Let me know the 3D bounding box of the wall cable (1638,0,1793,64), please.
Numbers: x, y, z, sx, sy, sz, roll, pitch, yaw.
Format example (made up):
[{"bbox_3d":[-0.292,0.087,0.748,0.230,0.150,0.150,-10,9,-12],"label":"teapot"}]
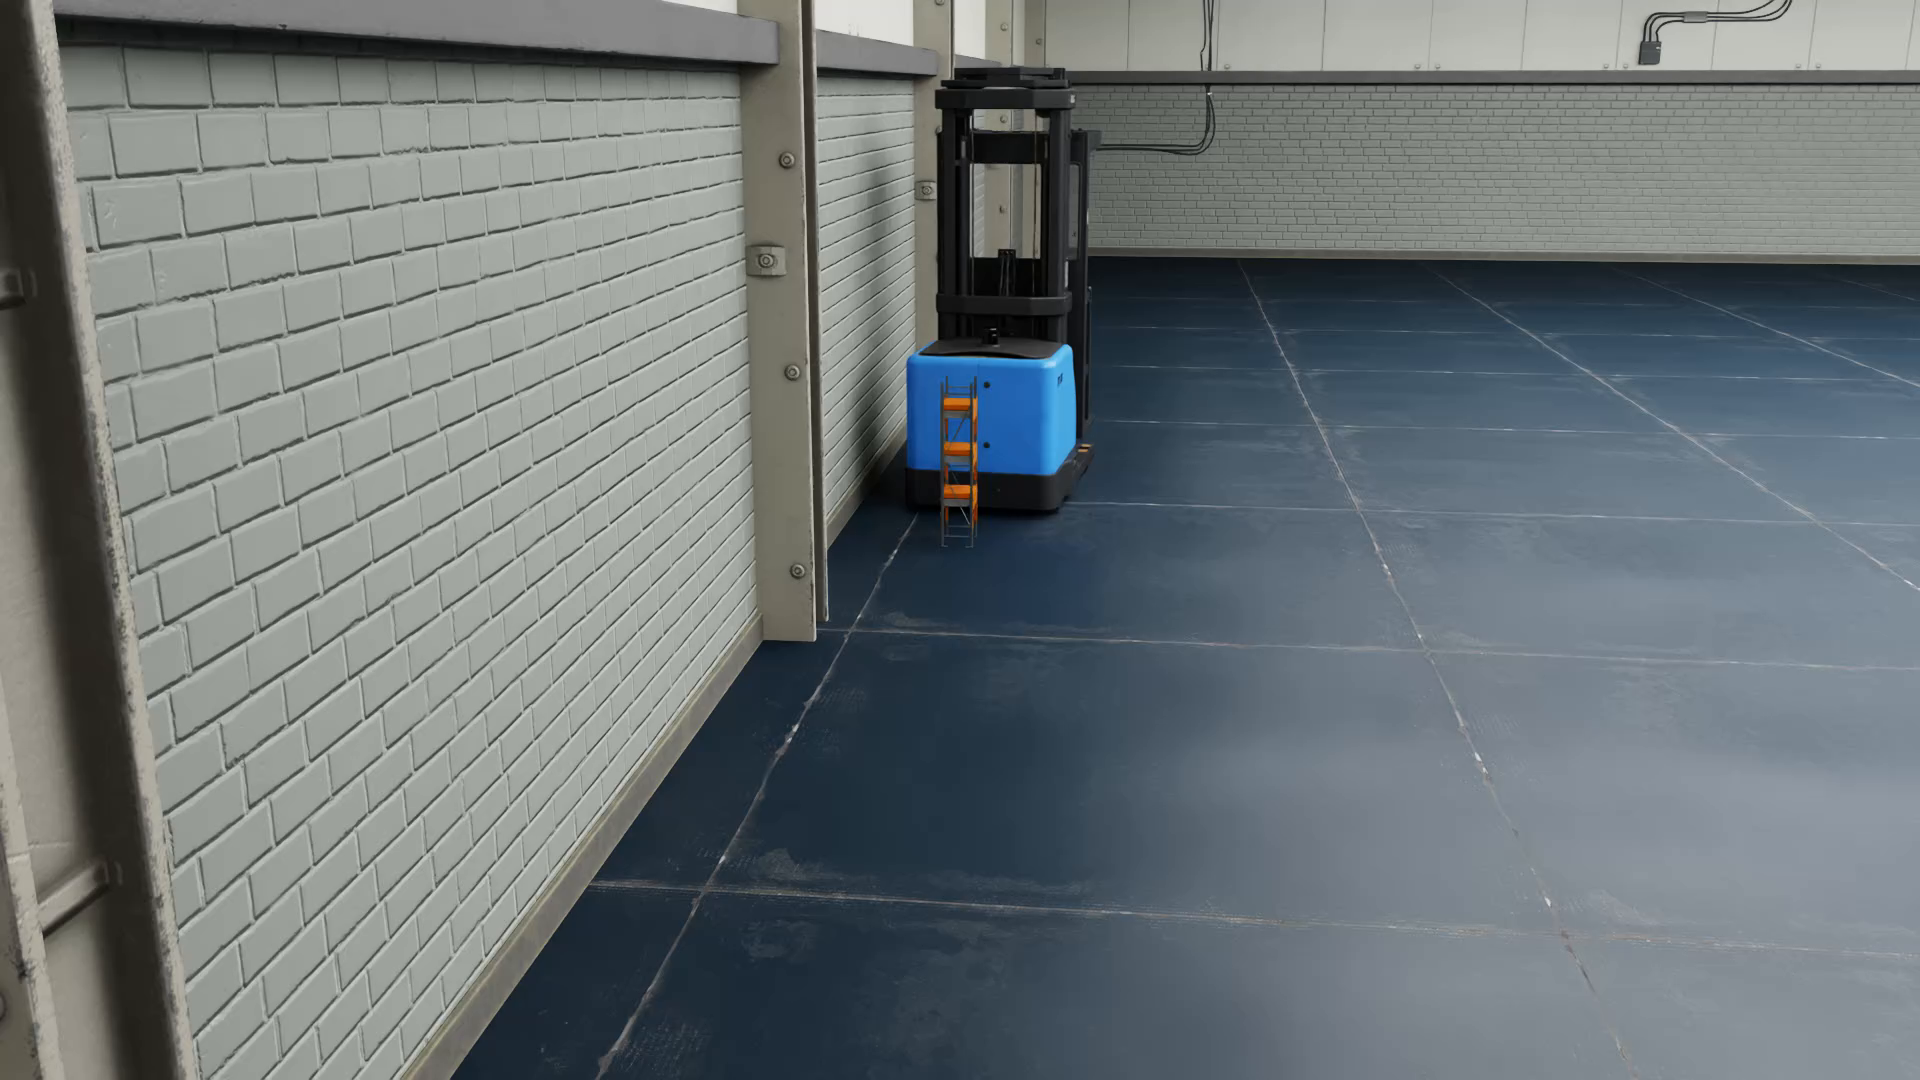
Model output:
[{"bbox_3d":[12.215,-10.620,26.184,2.305,6.003,0.169,2,15,6],"label":"wall cable"}]

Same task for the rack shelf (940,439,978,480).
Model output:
[{"bbox_3d":[-0.006,-0.483,10.476,0.215,0.259,0.240,2,15,6],"label":"rack shelf"}]

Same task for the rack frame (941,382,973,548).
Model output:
[{"bbox_3d":[-0.020,-0.461,10.357,0.200,1.050,0.008,2,15,6],"label":"rack frame"}]

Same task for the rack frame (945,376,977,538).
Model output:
[{"bbox_3d":[0.008,-0.525,10.591,0.200,1.050,0.008,2,15,6],"label":"rack frame"}]

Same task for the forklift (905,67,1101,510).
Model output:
[{"bbox_3d":[0.428,-1.952,12.267,1.130,2.935,3.031,3,15,11],"label":"forklift"}]

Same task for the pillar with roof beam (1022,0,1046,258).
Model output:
[{"bbox_3d":[5.416,-8.411,24.526,9.100,9.000,0.400,2,15,6],"label":"pillar with roof beam"}]

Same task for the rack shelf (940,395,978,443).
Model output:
[{"bbox_3d":[-0.006,-0.757,10.402,0.215,0.259,0.240,2,15,6],"label":"rack shelf"}]

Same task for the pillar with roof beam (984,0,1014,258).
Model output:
[{"bbox_3d":[4.738,-6.854,18.771,9.100,9.000,0.400,2,15,6],"label":"pillar with roof beam"}]

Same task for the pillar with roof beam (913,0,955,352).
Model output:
[{"bbox_3d":[4.061,-5.298,13.016,9.100,9.000,0.400,2,15,6],"label":"pillar with roof beam"}]

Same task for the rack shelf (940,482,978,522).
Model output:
[{"bbox_3d":[-0.006,-0.214,10.549,0.215,0.259,0.240,2,15,6],"label":"rack shelf"}]

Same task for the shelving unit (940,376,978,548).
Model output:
[{"bbox_3d":[-0.006,-0.493,10.474,0.215,1.050,0.252,2,15,6],"label":"shelving unit"}]

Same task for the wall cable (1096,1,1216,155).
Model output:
[{"bbox_3d":[2.784,-7.764,28.082,3.097,2.526,0.112,2,15,6],"label":"wall cable"}]

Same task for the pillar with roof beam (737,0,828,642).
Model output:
[{"bbox_3d":[3.384,-3.742,7.261,9.100,9.000,0.400,2,15,6],"label":"pillar with roof beam"}]
